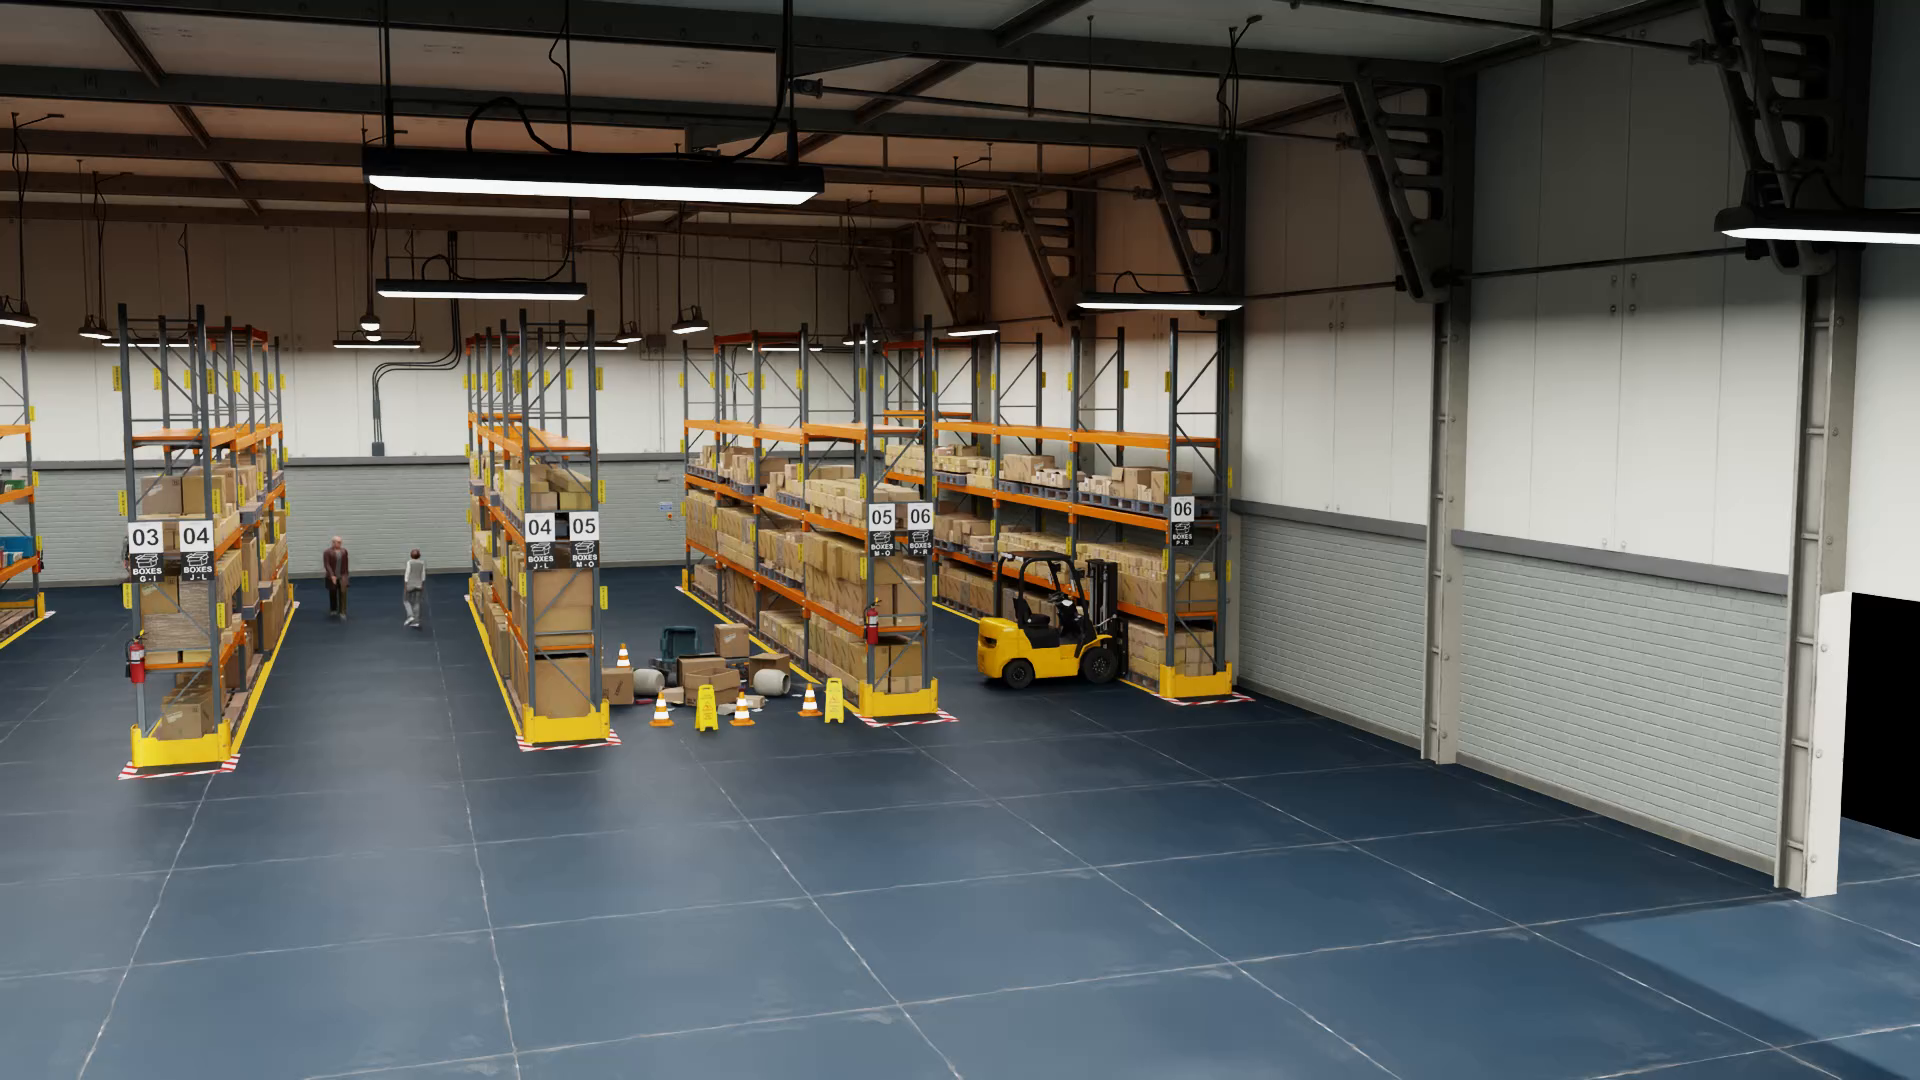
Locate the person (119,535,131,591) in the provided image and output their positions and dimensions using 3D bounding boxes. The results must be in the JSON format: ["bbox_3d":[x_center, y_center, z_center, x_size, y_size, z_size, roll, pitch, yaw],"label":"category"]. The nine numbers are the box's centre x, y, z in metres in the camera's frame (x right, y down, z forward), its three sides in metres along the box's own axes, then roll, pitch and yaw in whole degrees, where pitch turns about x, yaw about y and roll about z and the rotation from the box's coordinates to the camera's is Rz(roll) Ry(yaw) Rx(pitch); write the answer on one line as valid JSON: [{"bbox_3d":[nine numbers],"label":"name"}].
[{"bbox_3d":[-19.270,0.490,38.635,0.853,1.693,0.545,2,6,18],"label":"person"}]

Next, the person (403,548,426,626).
[{"bbox_3d":[-11.170,0.972,34.045,0.467,1.597,0.383,-3,6,-32],"label":"person"}]

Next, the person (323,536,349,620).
[{"bbox_3d":[-13.213,0.784,35.266,0.541,1.730,1.037,-3,6,-30],"label":"person"}]
